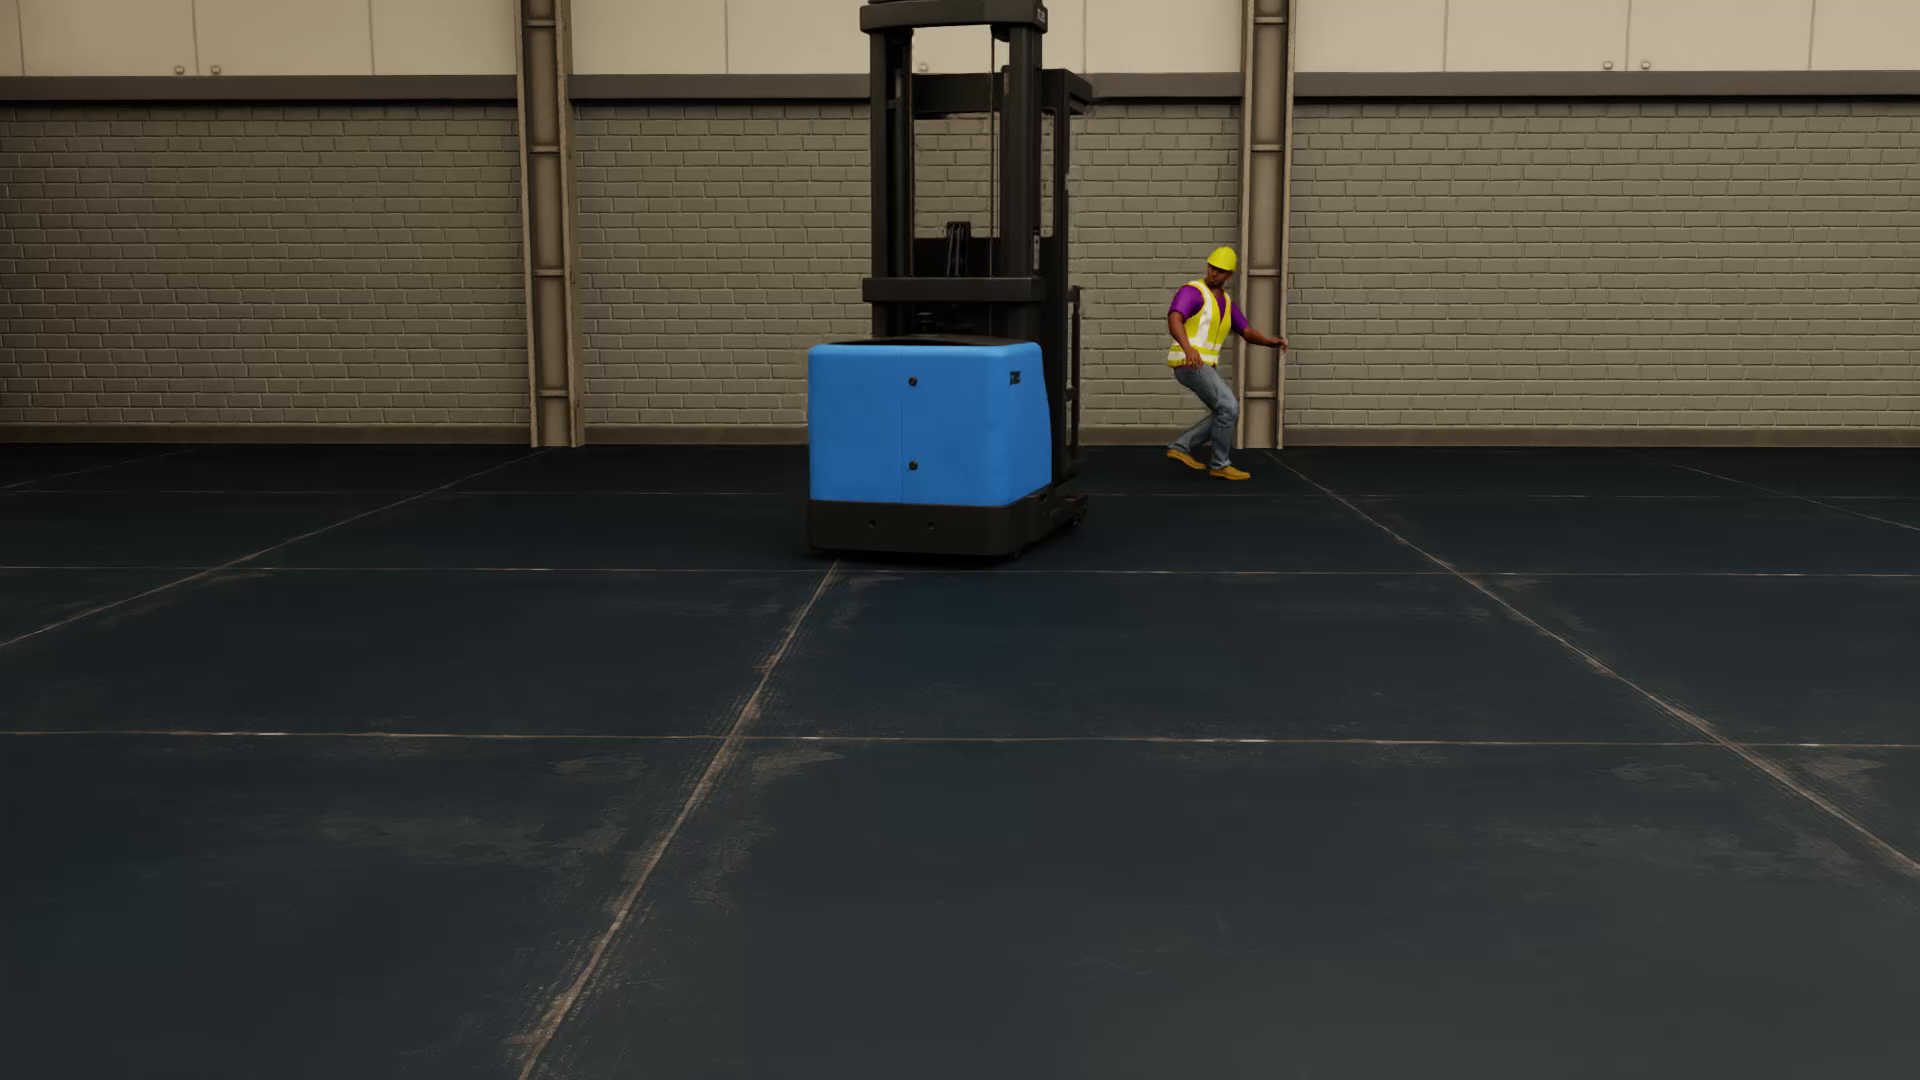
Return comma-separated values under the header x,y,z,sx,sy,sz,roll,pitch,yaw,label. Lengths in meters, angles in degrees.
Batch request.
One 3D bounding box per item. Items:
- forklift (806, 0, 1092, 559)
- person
x,y,z,sx,sy,sz,roll,pitch,yaw,label
0.119,-1.538,9.363,1.130,2.935,3.031,2,9,15,forklift
1.834,-1.240,11.693,0.833,1.632,0.918,4,10,27,person
